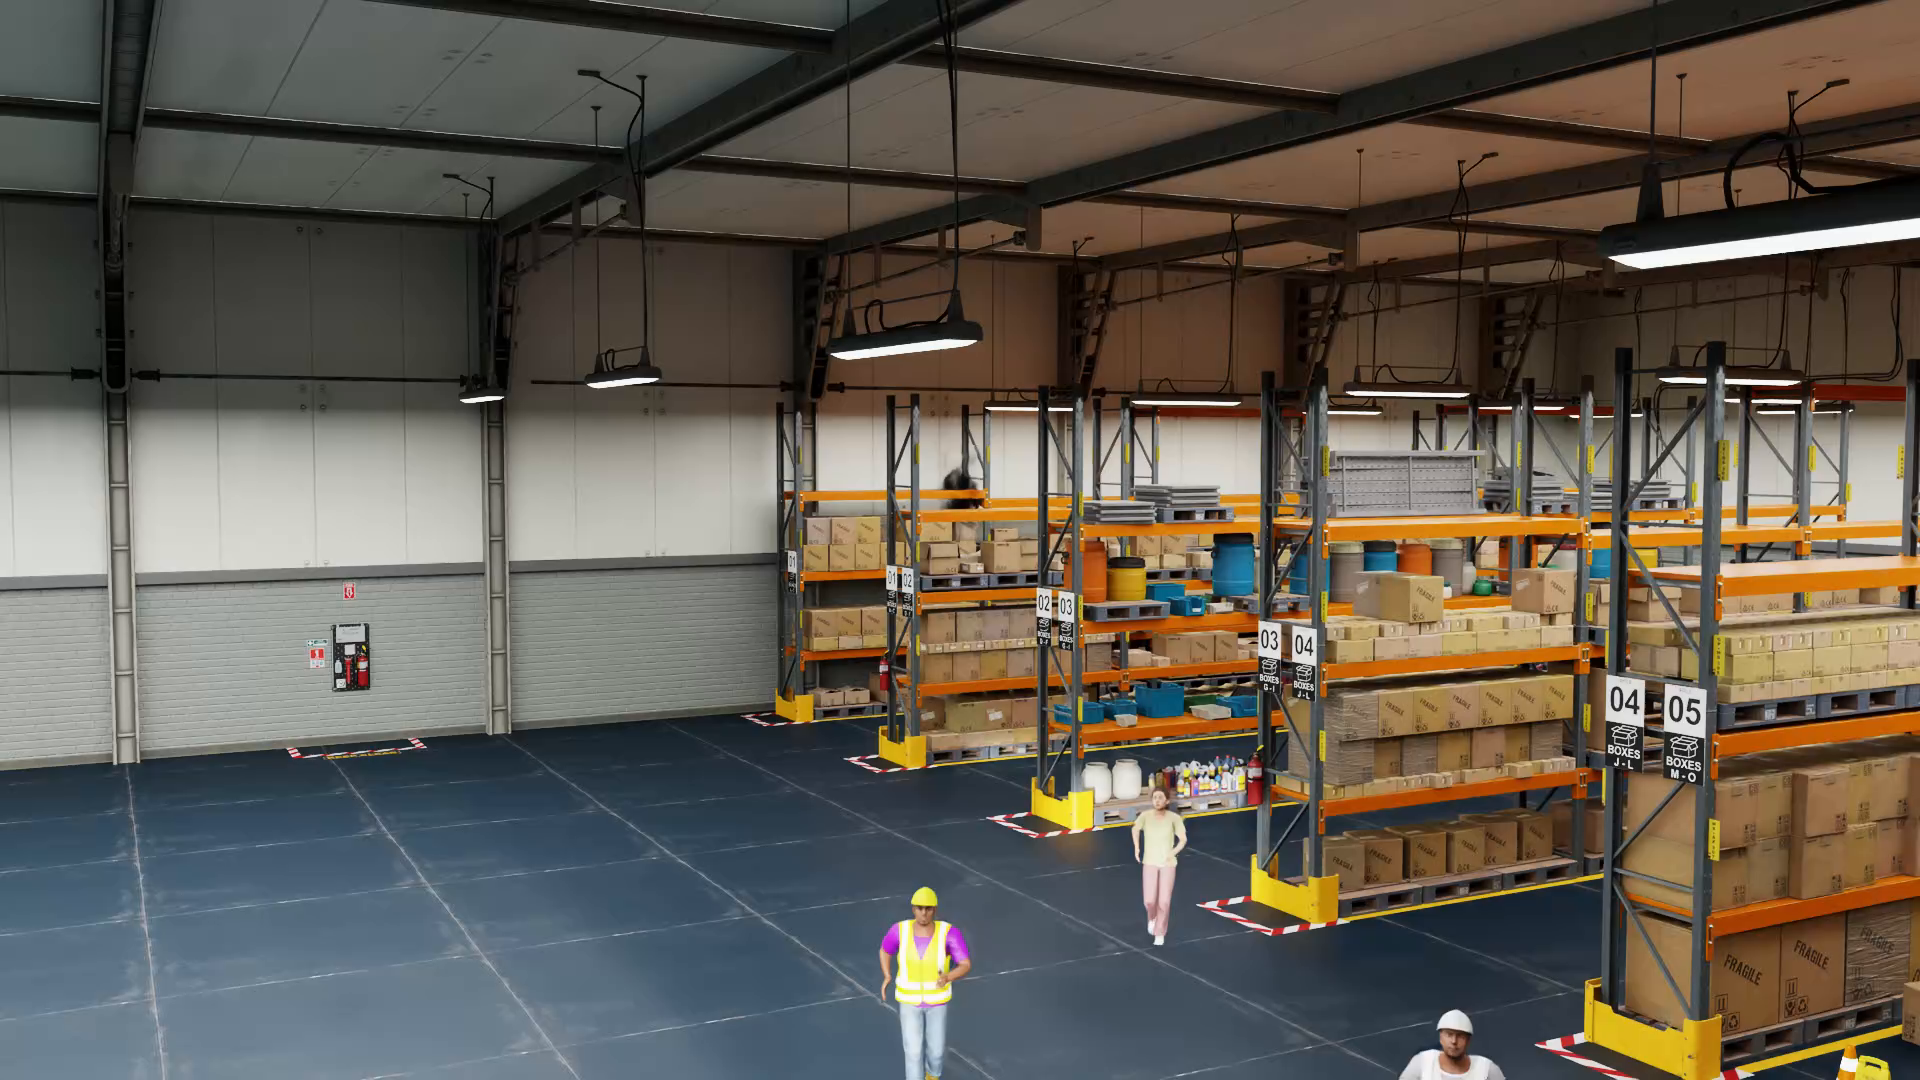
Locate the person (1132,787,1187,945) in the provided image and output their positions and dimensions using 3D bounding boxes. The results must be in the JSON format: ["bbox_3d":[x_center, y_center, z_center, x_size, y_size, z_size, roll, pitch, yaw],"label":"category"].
[{"bbox_3d":[2.056,3.380,17.258,0.584,1.632,0.514,1,3,12],"label":"person"}]

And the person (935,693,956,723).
[{"bbox_3d":[-0.218,2.678,29.239,0.816,1.714,0.663,-2,4,-34],"label":"person"}]

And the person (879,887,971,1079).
[{"bbox_3d":[-0.270,3.538,12.786,0.716,1.754,0.871,0,3,0],"label":"person"}]

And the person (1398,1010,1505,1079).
[{"bbox_3d":[2.994,3.723,10.121,0.714,1.740,0.737,1,3,20],"label":"person"}]
